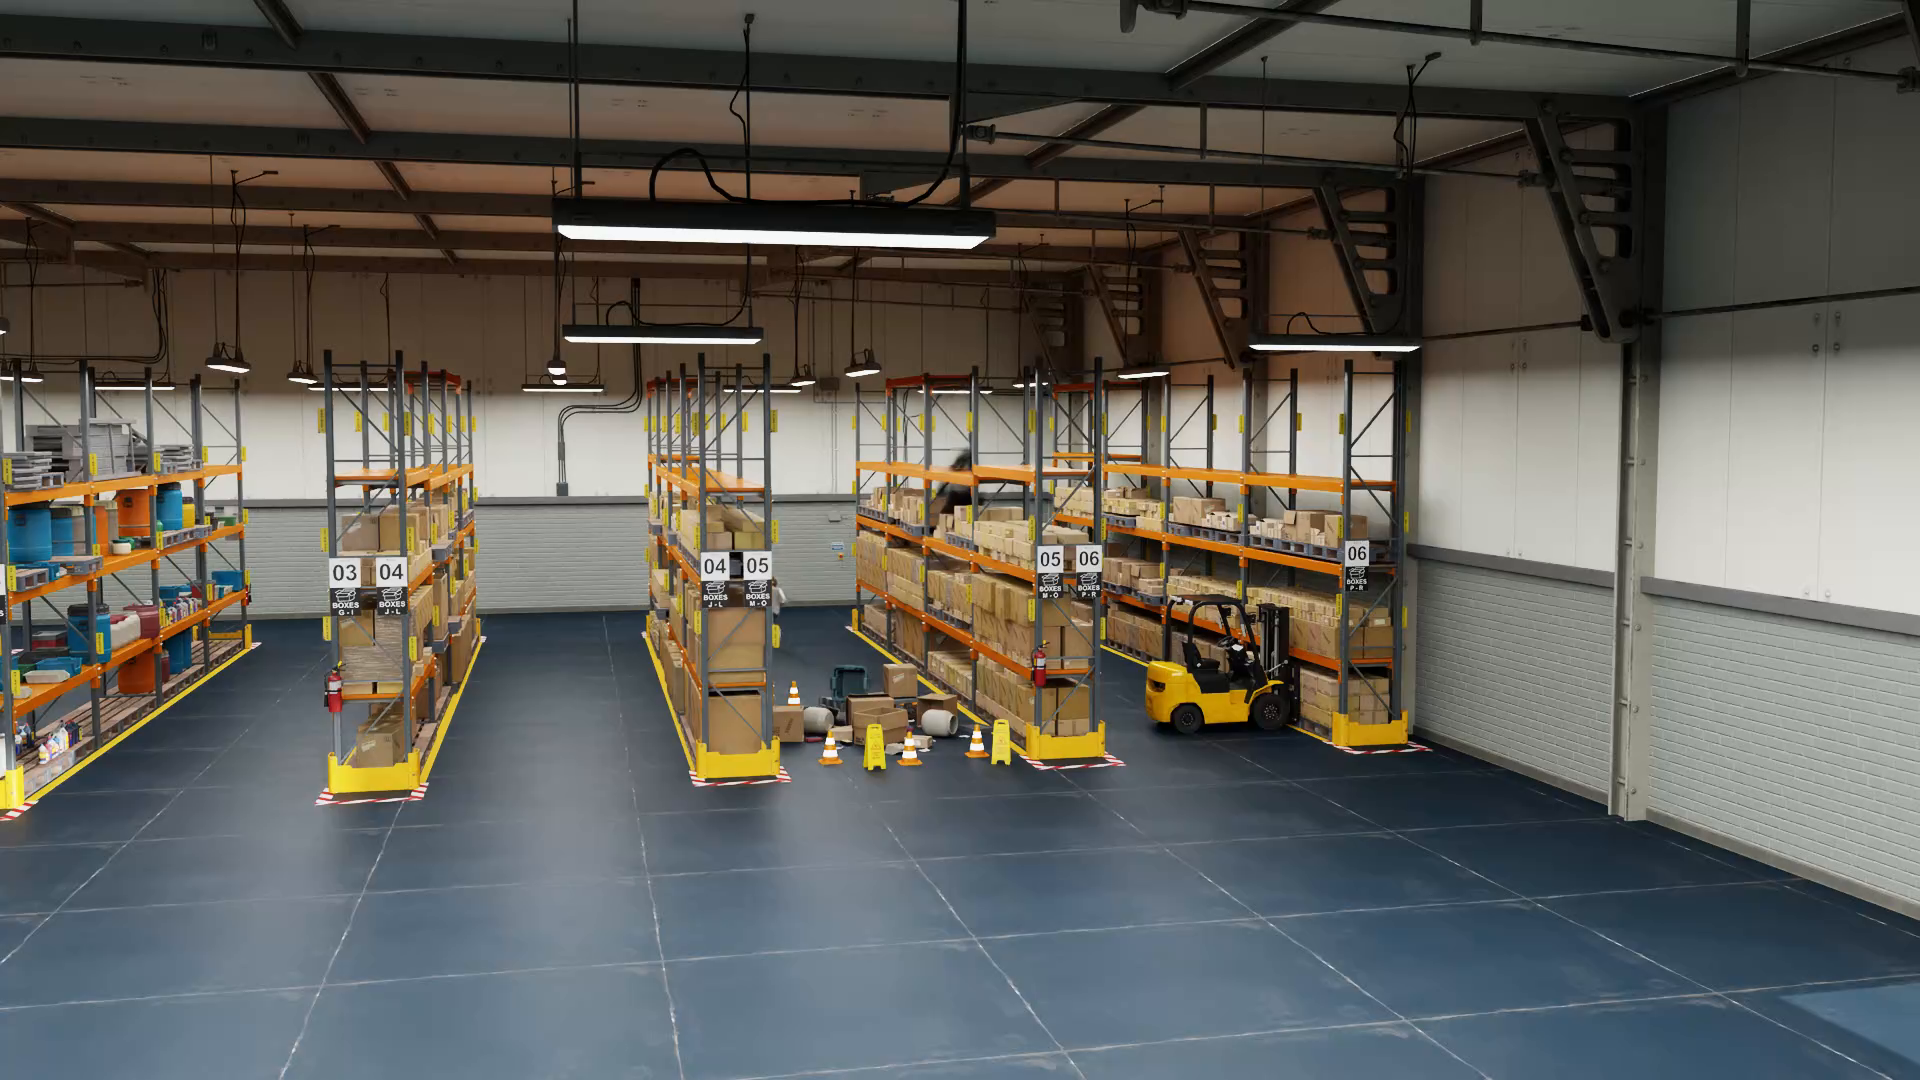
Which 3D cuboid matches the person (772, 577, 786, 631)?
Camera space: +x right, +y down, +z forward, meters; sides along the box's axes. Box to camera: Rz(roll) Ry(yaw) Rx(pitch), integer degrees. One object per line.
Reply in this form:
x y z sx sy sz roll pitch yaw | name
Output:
-4.216 1.633 37.534 0.521 1.577 0.906 -2 4 -28 | person
